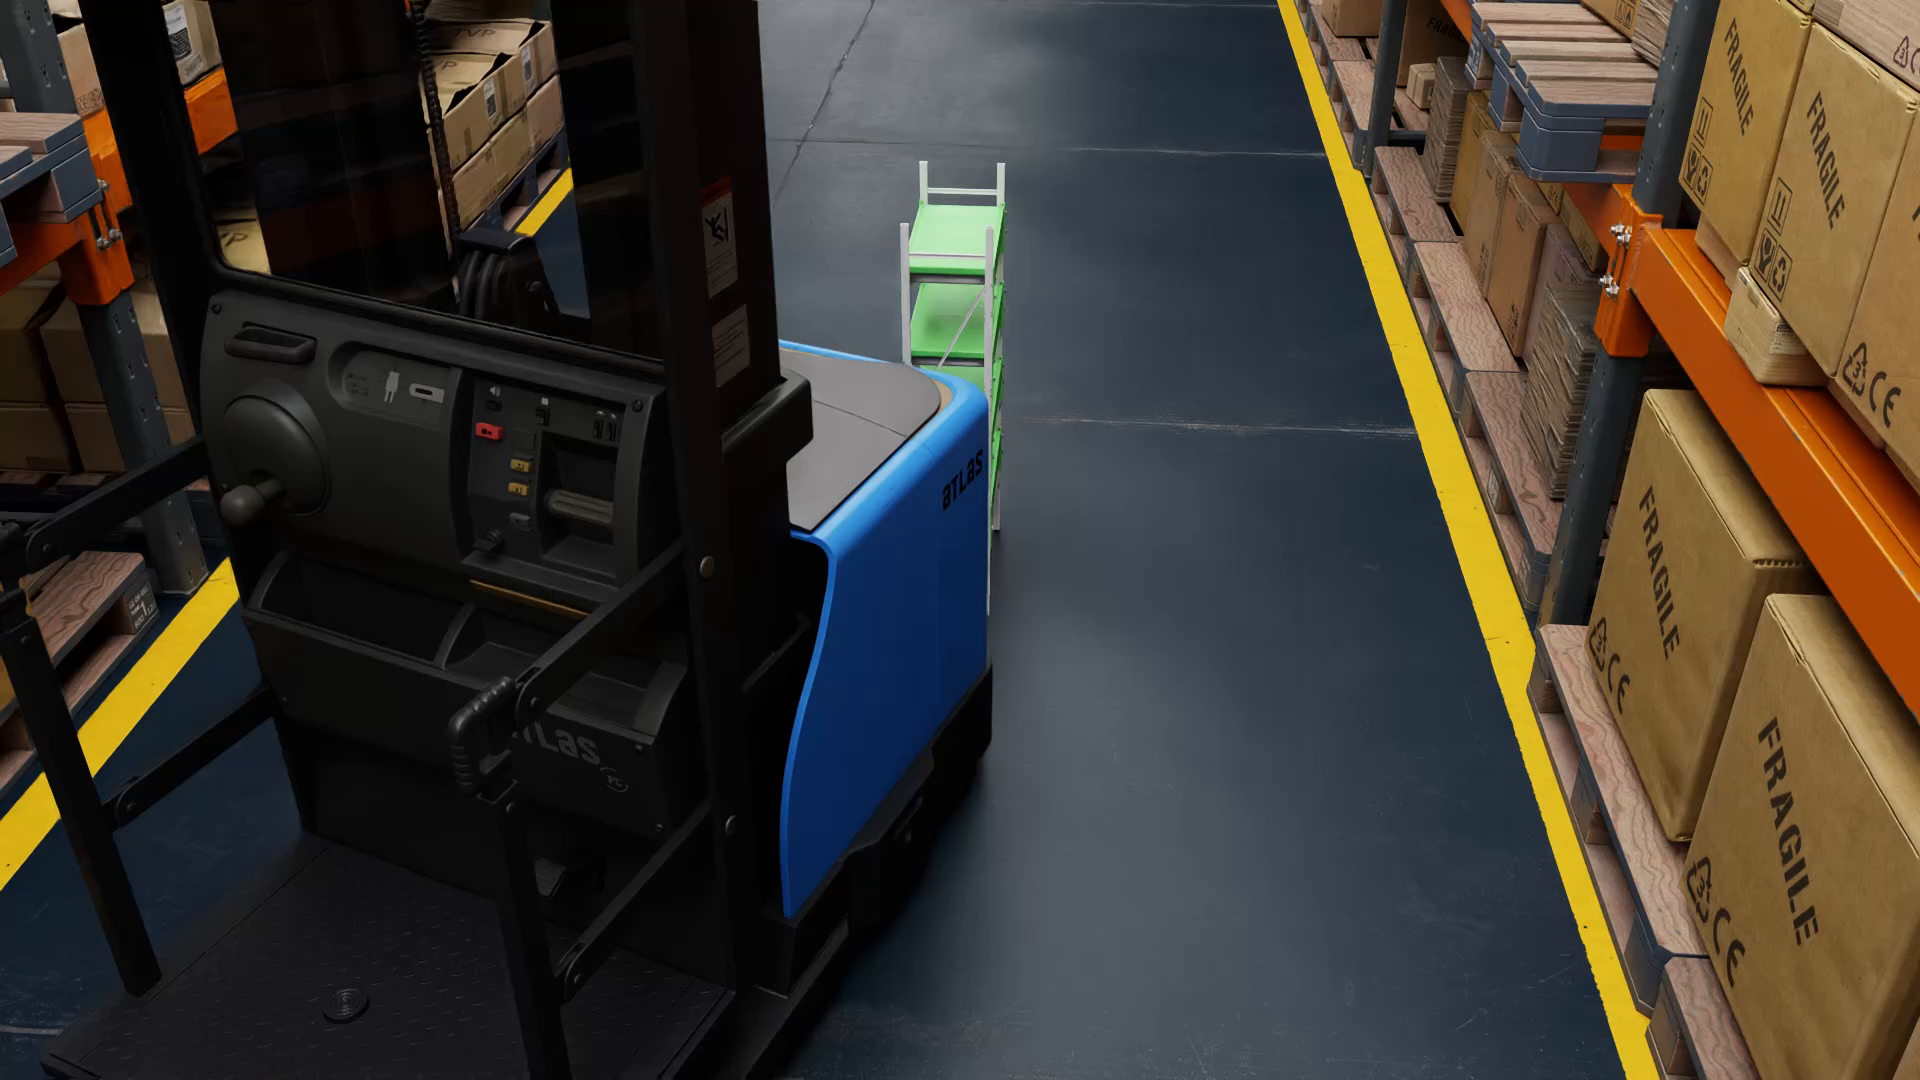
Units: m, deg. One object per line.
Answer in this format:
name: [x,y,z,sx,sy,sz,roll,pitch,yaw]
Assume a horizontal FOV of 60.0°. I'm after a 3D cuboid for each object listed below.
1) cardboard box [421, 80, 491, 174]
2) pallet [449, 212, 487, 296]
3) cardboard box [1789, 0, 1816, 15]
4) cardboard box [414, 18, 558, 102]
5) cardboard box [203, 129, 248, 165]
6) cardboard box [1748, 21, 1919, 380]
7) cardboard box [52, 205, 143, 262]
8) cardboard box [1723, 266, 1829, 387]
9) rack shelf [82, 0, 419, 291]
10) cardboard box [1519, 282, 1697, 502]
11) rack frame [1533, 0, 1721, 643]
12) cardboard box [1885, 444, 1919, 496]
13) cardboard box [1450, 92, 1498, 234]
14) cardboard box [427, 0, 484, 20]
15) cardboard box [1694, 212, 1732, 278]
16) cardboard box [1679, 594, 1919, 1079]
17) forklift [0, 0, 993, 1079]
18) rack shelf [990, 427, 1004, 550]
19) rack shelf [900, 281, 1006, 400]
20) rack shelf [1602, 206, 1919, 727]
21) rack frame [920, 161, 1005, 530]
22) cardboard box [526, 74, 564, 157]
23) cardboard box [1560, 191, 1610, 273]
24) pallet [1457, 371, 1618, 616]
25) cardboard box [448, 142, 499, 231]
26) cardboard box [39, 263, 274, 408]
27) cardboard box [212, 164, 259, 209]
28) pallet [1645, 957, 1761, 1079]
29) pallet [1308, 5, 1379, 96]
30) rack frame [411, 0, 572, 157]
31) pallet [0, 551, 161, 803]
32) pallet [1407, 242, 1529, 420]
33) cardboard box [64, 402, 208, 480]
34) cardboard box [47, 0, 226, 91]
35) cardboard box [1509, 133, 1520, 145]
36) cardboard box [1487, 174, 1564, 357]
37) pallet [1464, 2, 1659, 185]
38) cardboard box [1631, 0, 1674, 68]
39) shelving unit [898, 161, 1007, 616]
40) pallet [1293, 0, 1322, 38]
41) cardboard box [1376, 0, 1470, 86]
cardboard box: [-2.290,-1.738,6.896,0.500,0.311,0.500,2,32,4]
pallet: [-2.581,-1.034,6.727,1.003,0.211,1.213,2,32,4]
cardboard box: [1.852,-1.202,3.229,0.500,0.250,0.500,3,32,5]
cardboard box: [-2.211,-2.271,7.762,0.500,0.311,0.500,2,32,4]
cardboard box: [-2.869,-1.485,6.487,0.500,0.311,0.500,3,32,5]
cardboard box: [1.802,-0.608,2.979,0.500,0.500,0.500,3,32,6]
cardboard box: [-2.956,-0.960,5.634,0.500,0.311,0.500,2,32,3]
cardboard box: [1.756,-0.419,3.291,0.380,0.149,0.250,3,32,5]
rack shelf: [-2.626,-1.896,6.153,1.077,0.370,4.000,2,32,4]
cardboard box: [2.155,-0.448,5.082,0.700,0.500,0.500,3,32,5]
rack frame: [2.148,-0.947,3.927,1.000,3.000,0.127,2,32,4]
cardboard box: [1.845,-0.146,2.849,0.380,0.149,0.250,3,32,5]
cardboard box: [2.439,-1.503,6.794,0.700,0.500,0.500,2,32,3]
cardboard box: [-2.591,-3.088,8.908,0.500,0.500,0.500,2,32,4]
cardboard box: [1.891,-0.686,3.724,0.380,0.149,0.250,2,32,3]
cardboard box: [1.880,0.627,3.023,0.750,0.750,0.750,2,32,4]
forklift: [-1.000,-0.105,2.626,1.130,2.935,3.031,14,34,21]
rack shelf: [-0.013,-0.166,4.954,0.258,0.148,0.480,2,32,4]
rack shelf: [-0.013,-0.574,4.702,0.258,0.148,0.480,2,32,4]
rack shelf: [1.986,0.405,2.419,1.077,0.370,4.000,2,32,4]
rack frame: [0.006,-0.552,5.002,0.240,1.200,0.015,2,32,4]
cardboard box: [-2.208,-2.027,7.900,0.500,0.250,0.500,2,32,4]
cardboard box: [2.264,-1.063,5.364,0.500,0.250,0.500,3,32,5]
pallet: [2.213,-0.168,5.321,1.003,0.211,1.213,2,32,4]
cardboard box: [-2.293,-1.495,7.037,0.500,0.250,0.500,3,32,5]
cardboard box: [-2.454,-0.664,5.155,0.500,0.311,0.500,3,32,6]
cardboard box: [-2.376,-1.206,6.034,0.500,0.311,0.500,2,32,3]
pallet: [1.907,1.286,2.962,1.003,0.211,1.213,2,32,4]
pallet: [2.590,-2.843,9.663,1.003,0.211,1.213,2,32,4]
rack frame: [-2.464,-3.248,7.661,1.000,3.000,0.127,2,32,4]
pallet: [-2.888,0.420,4.368,1.003,0.211,1.213,2,32,4]
pallet: [2.315,-0.804,6.354,1.003,0.211,1.213,2,32,4]
cardboard box: [-2.454,-0.426,5.302,0.500,0.250,0.500,2,32,4]
cardboard box: [-2.523,-1.578,5.036,0.500,0.311,0.500,2,32,3]
cardboard box: [2.360,-1.592,6.223,0.500,0.250,0.500,2,32,3]
cardboard box: [2.325,-0.974,5.934,0.700,0.500,0.500,2,32,4]
pallet: [2.100,-1.242,4.589,1.213,0.211,1.003,2,32,4]
cardboard box: [2.177,-1.423,4.185,0.700,0.500,0.500,-1,32,-2]
shelving unit: [-0.013,-0.424,4.795,0.258,1.200,0.503,2,32,4]
pallet: [2.692,-3.480,10.695,1.003,0.211,1.213,2,32,4]
cardboard box: [2.519,-2.706,8.745,0.500,0.500,0.500,0,32,0]
